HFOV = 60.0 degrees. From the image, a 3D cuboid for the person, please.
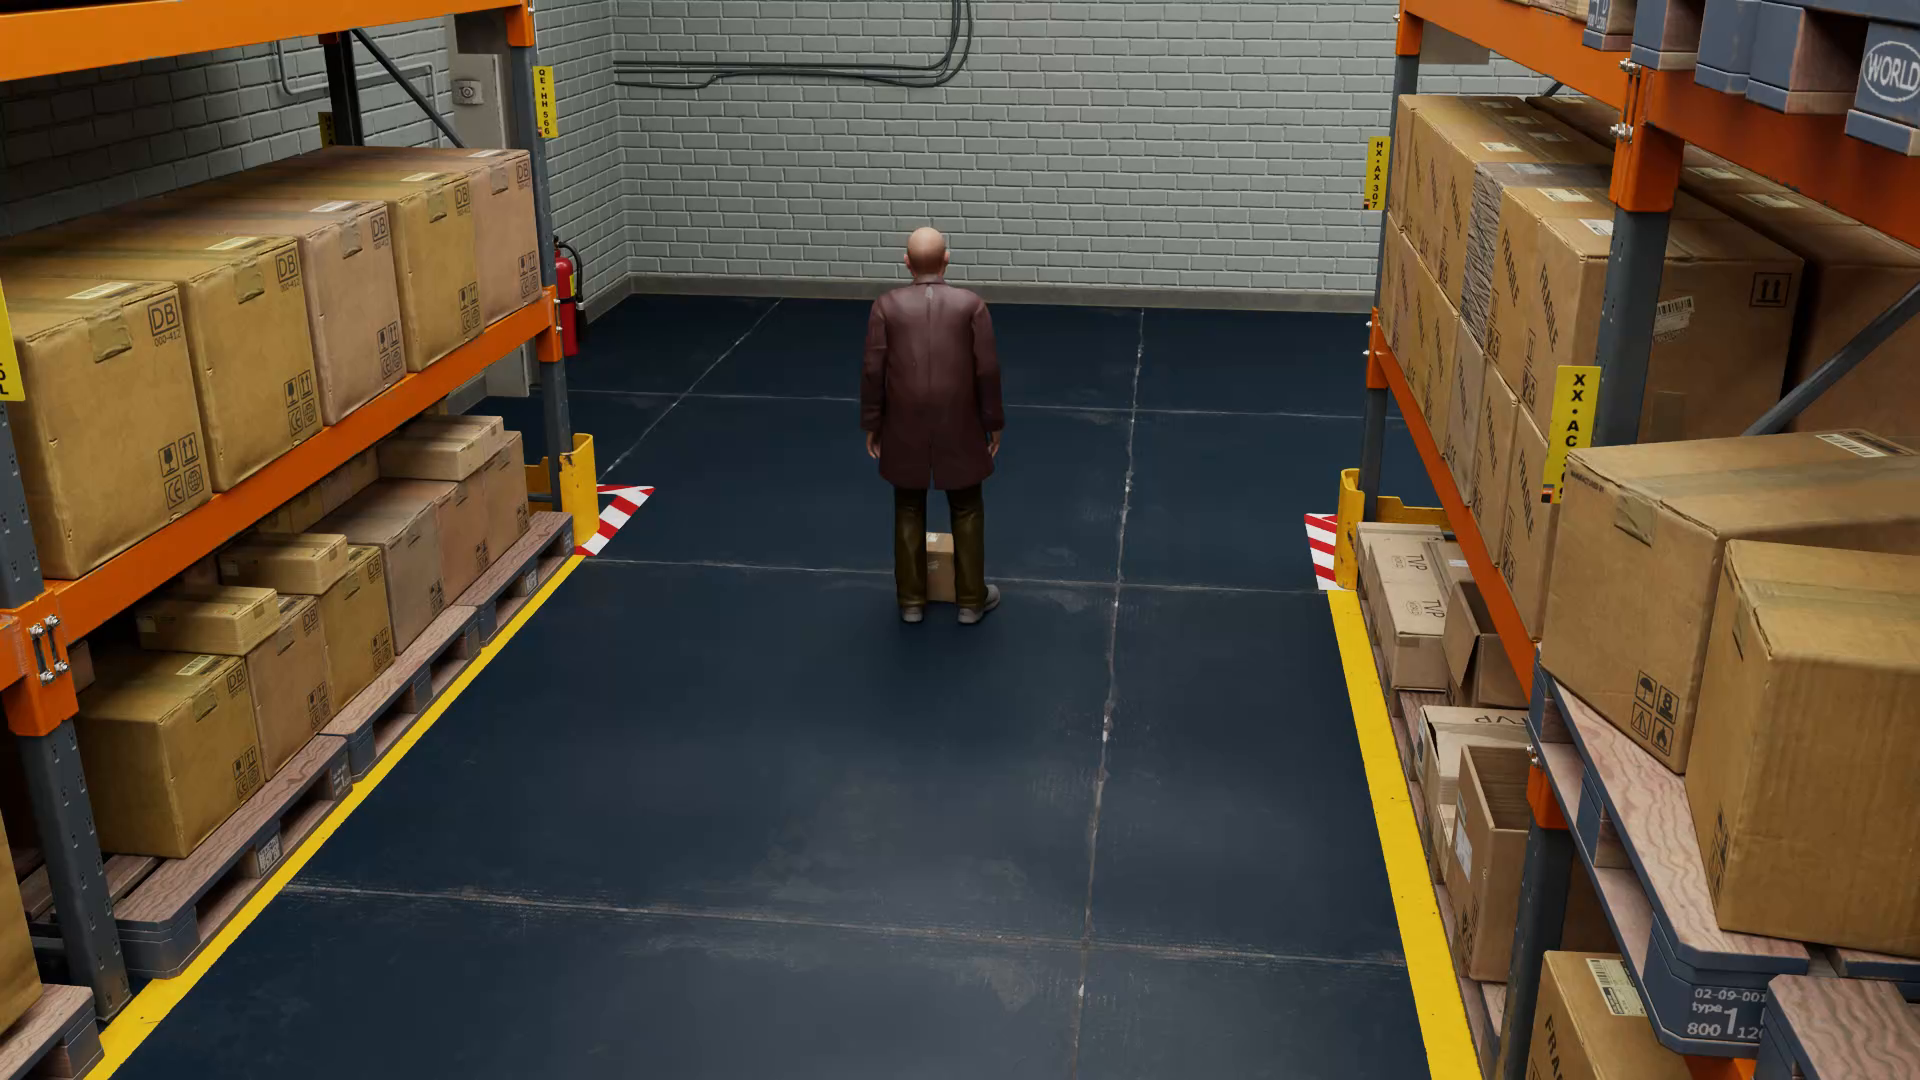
[{"bbox_3d":[-0.123,-0.496,7.407,0.648,1.772,0.429,1,21,3],"label":"person"}]
